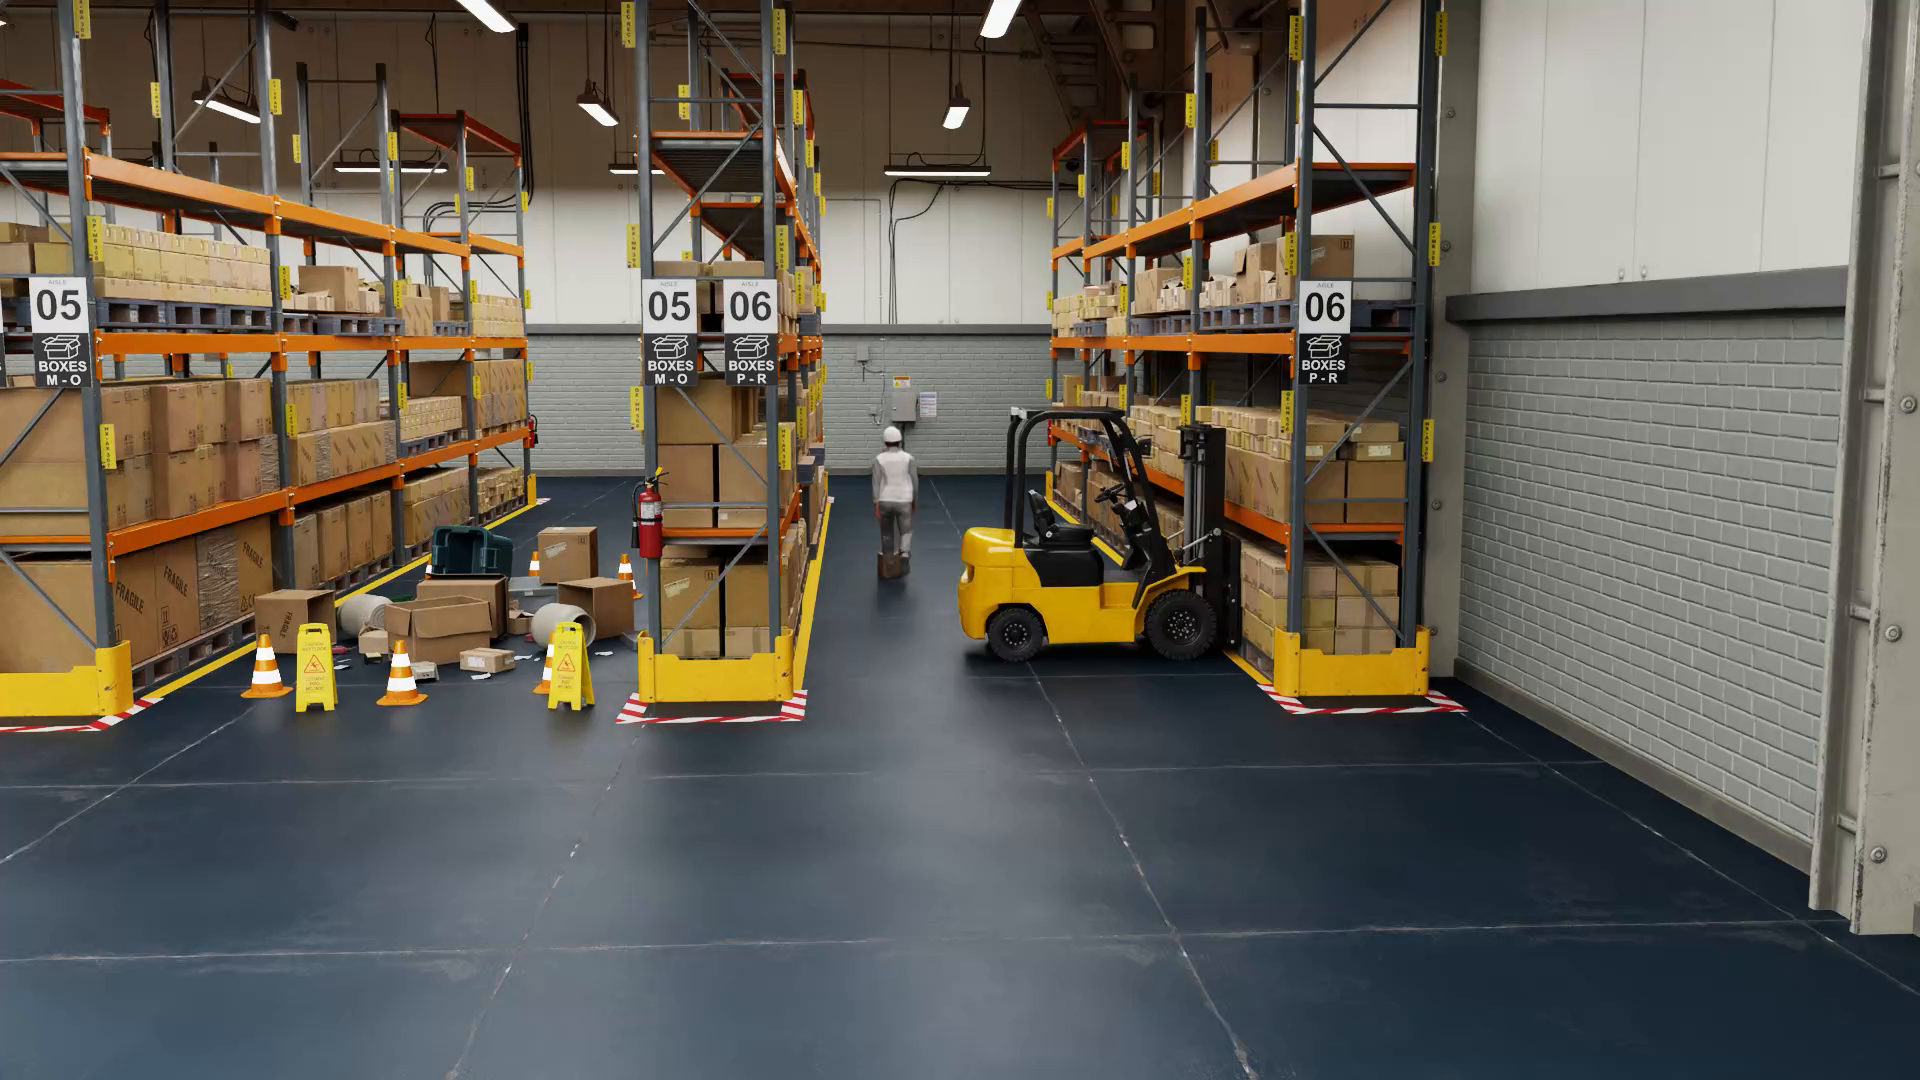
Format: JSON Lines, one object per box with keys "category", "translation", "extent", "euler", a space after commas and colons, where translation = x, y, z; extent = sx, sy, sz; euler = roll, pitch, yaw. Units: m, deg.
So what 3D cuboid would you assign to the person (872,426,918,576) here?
{"category": "person", "translation": [-0.752, -0.441, 19.272], "extent": [0.540, 1.749, 0.812], "euler": [0, 7, -1]}
